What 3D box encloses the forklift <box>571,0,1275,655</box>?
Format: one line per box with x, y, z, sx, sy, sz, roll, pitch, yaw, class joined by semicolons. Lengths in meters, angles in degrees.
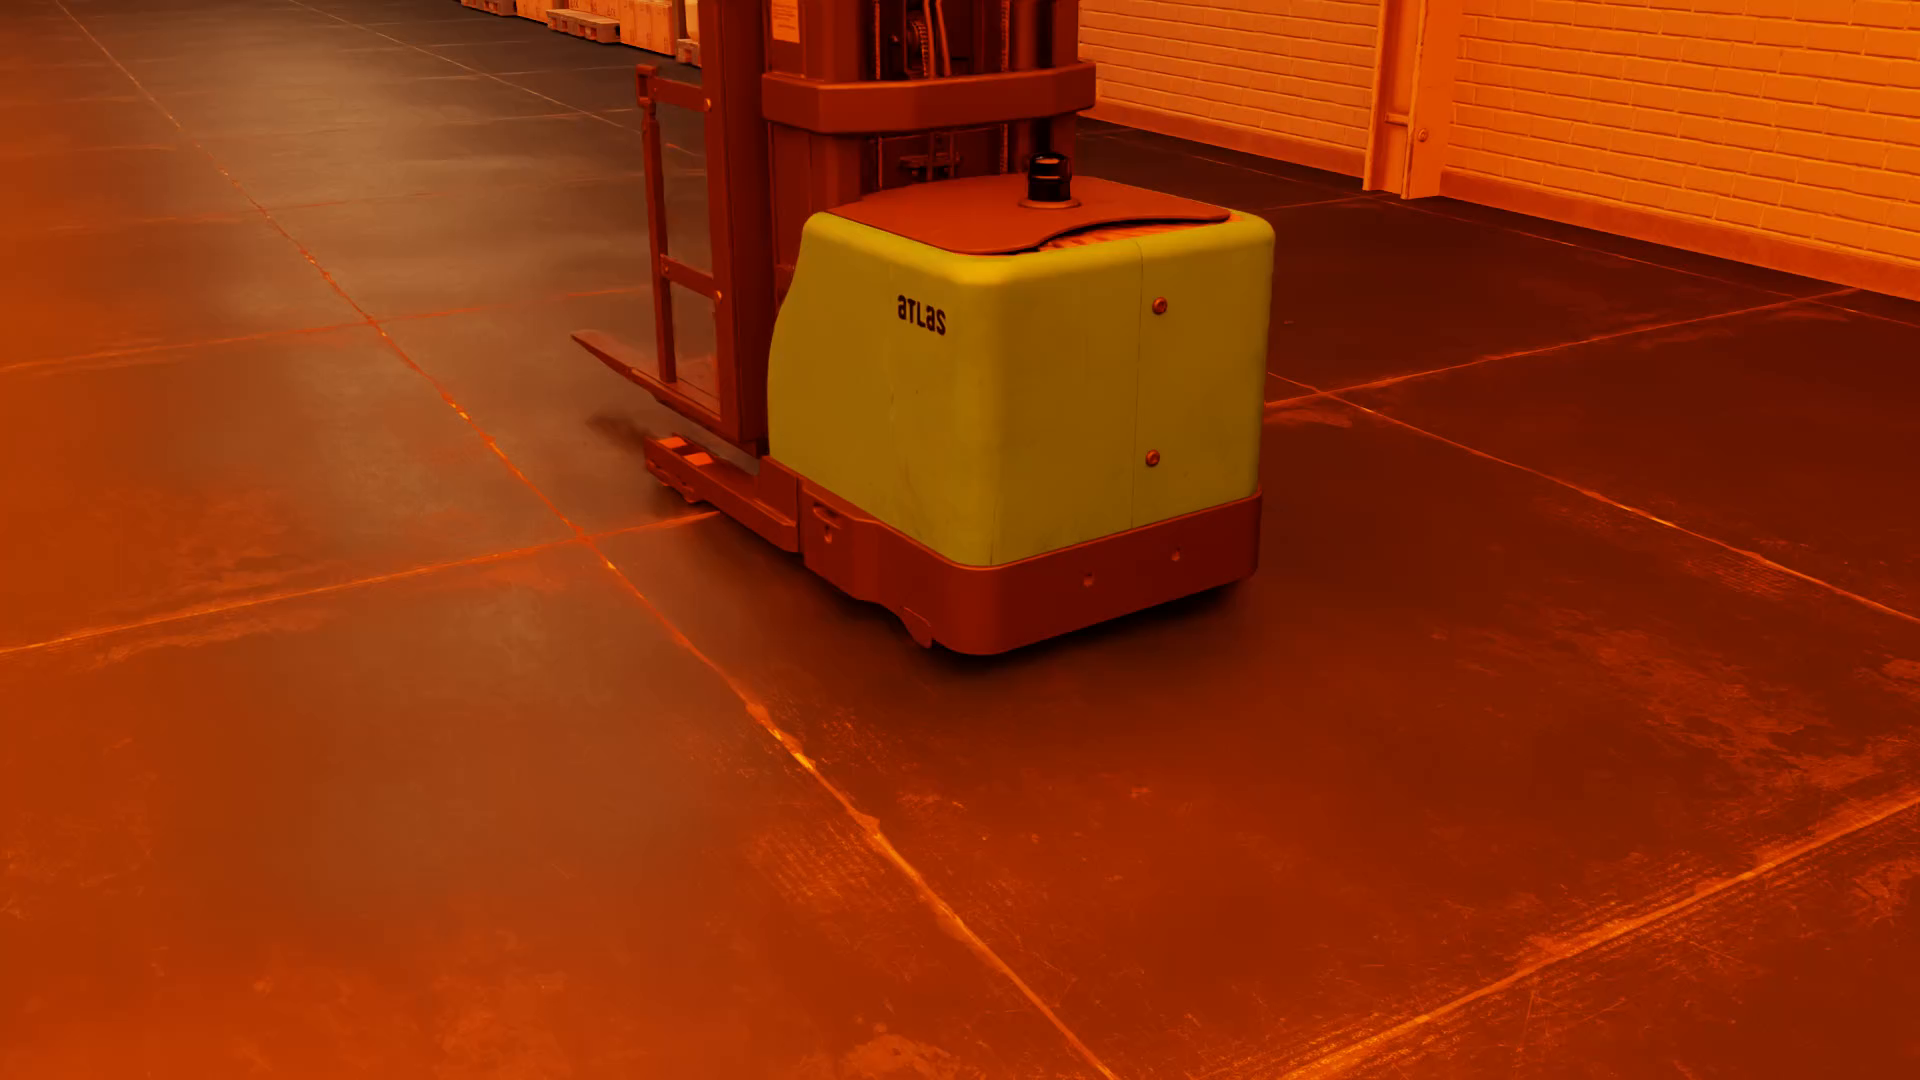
-0.399;-1.566;5.089;1.130;2.935;3.031;-15;26;-32;forklift
